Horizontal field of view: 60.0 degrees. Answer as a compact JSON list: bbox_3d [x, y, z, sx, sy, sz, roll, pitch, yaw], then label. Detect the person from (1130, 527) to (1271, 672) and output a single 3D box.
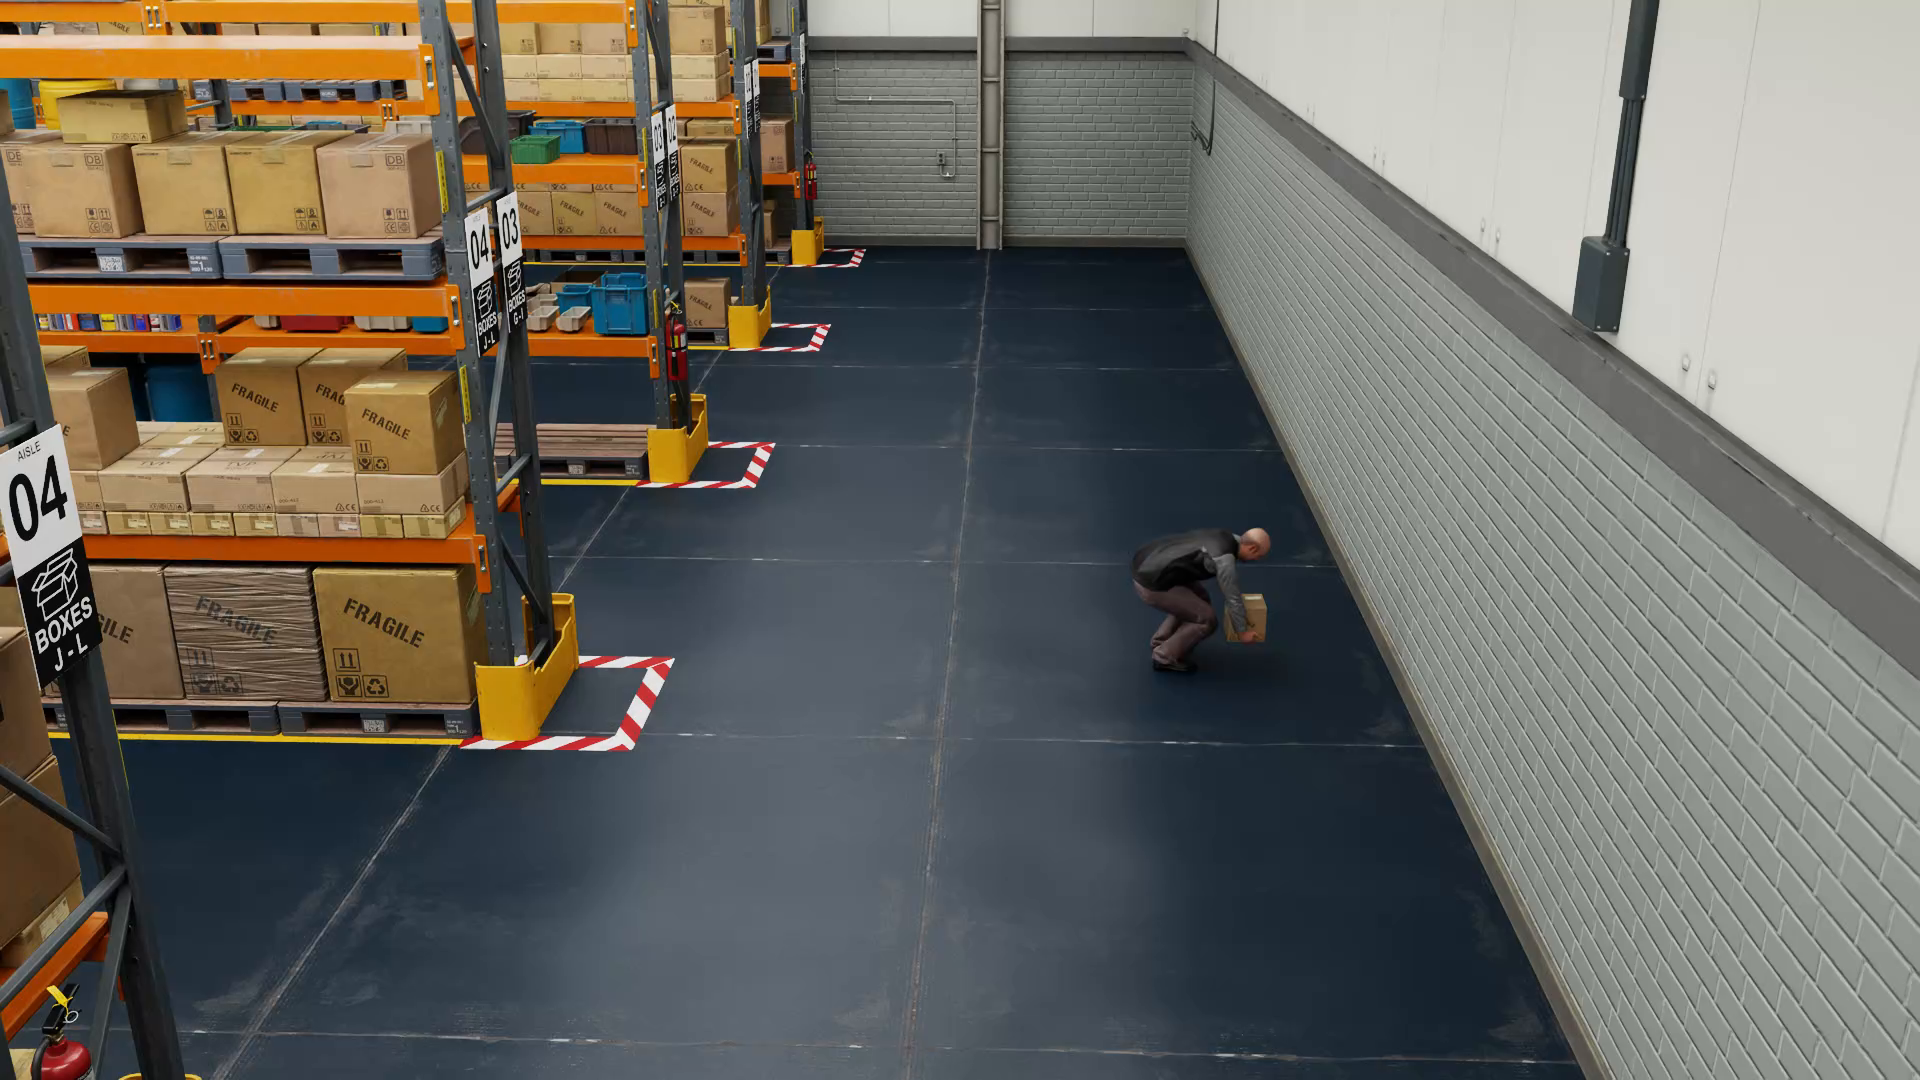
[{"bbox_3d":[1.607,0.379,11.201,0.928,0.954,0.520,0,21,0],"label":"person"}]
